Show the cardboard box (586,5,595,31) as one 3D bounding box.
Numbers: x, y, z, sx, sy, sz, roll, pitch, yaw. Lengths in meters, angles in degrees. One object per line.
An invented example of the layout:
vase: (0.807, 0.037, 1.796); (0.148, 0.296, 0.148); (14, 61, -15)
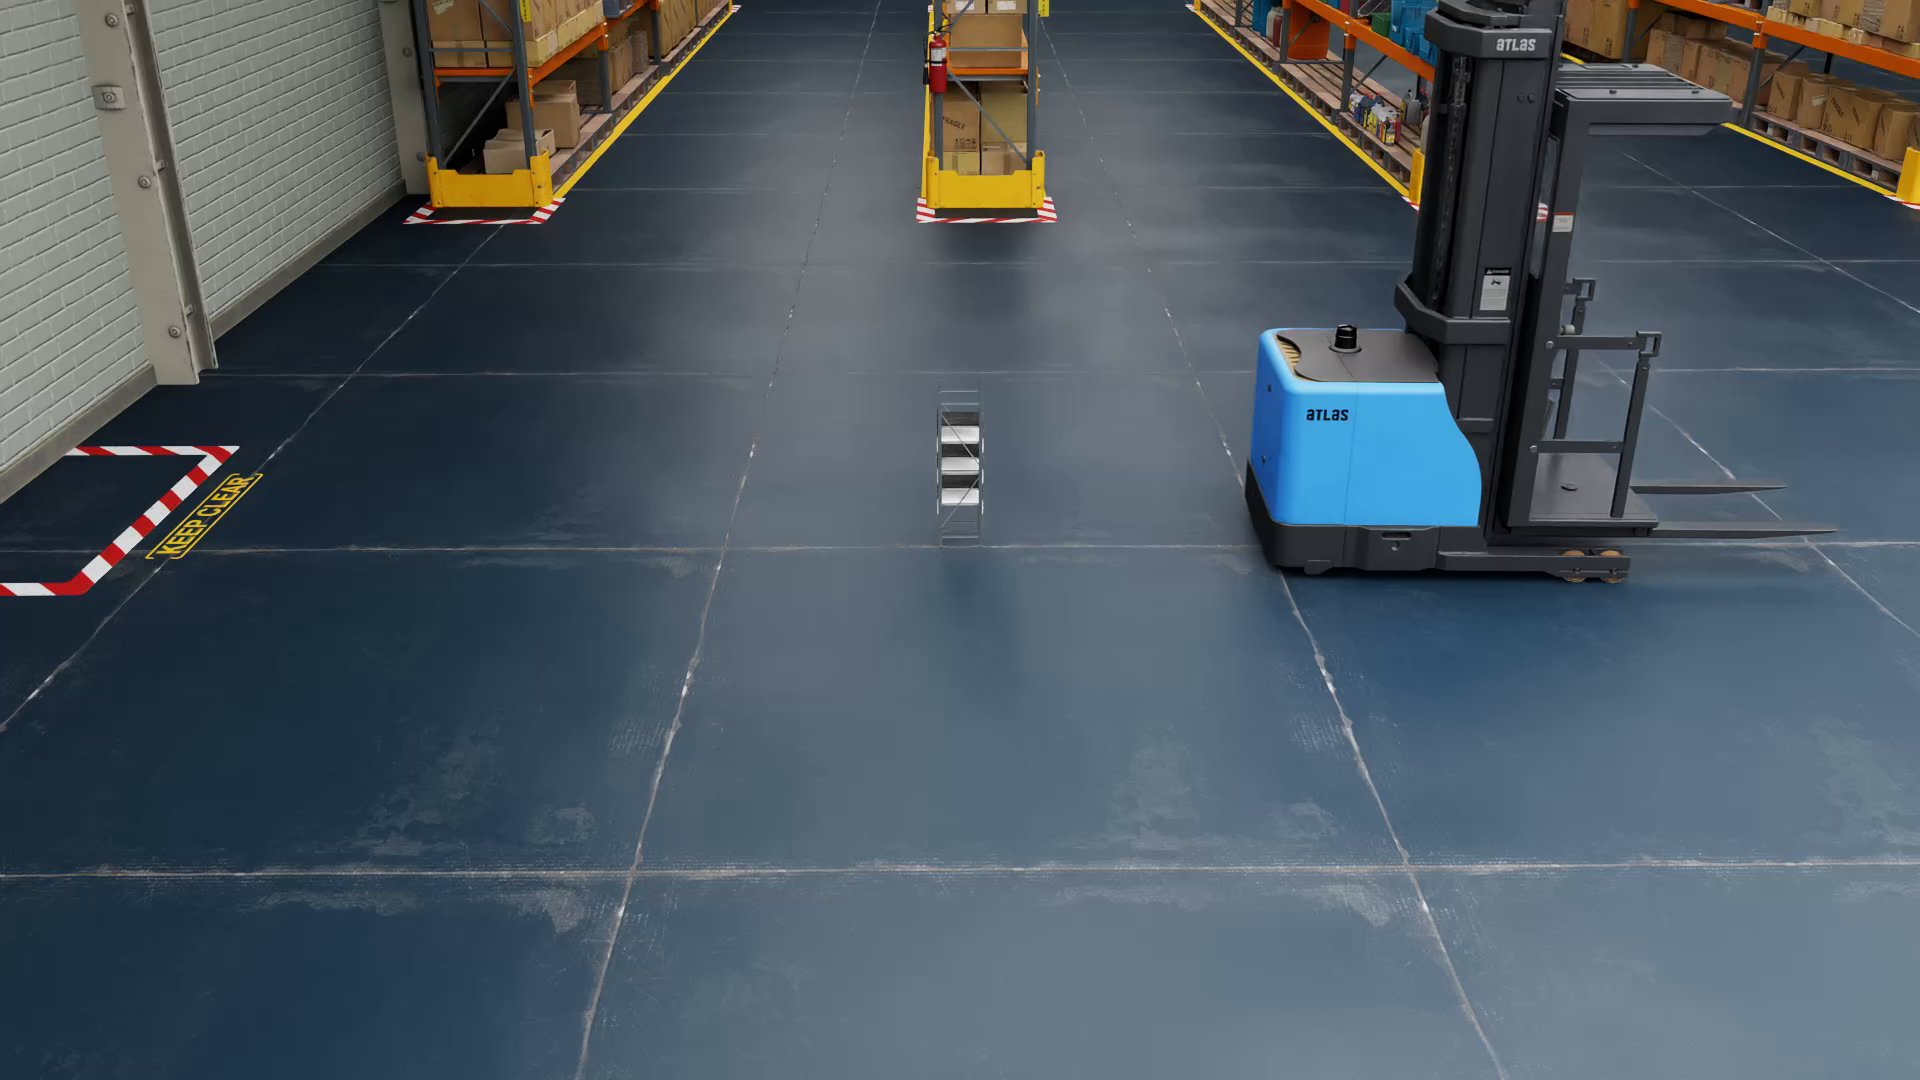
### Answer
cardboard box: (-4.444, -5.918, 18.852); (0.500, 0.250, 0.500); (0, 24, 0)

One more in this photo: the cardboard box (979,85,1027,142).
cardboard box: (0.457, -4.460, 17.388); (0.500, 0.500, 0.500); (0, 24, -1)

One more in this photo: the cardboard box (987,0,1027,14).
cardboard box: (0.459, -5.255, 16.321); (0.380, 0.149, 0.250); (0, 24, -1)

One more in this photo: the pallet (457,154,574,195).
pallet: (-4.680, -3.824, 17.448); (1.003, 0.211, 1.213); (0, 24, -1)

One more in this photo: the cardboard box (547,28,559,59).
cardboard box: (-4.413, -5.085, 17.011); (0.500, 0.250, 0.500); (-1, 24, -2)

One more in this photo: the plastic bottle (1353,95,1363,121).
plastic bottle: (4.753, -5.114, 19.688); (0.152, 0.276, 0.135); (1, 24, 1)

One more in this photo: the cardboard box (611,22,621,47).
cardboard box: (-4.779, -6.684, 21.978); (0.500, 0.250, 0.500); (0, 24, -1)

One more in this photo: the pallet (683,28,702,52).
pallet: (-4.753, -8.084, 26.869); (1.003, 0.211, 1.213); (0, 24, -1)

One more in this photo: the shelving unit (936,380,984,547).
shelving unit: (0.000, -0.413, 9.072); (0.258, 0.900, 0.210); (0, 24, -1)

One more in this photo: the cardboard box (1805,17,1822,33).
cardboard box: (9.805, -5.826, 18.797); (0.380, 0.149, 0.250); (0, 24, -1)

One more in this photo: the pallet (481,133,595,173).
pallet: (-4.690, -4.325, 18.557); (1.003, 0.211, 1.213); (0, 24, -1)

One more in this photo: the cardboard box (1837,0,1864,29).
cardboard box: (10.094, -5.820, 17.997); (0.875, 0.500, 0.500); (0, 24, -1)

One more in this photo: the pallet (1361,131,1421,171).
pallet: (5.139, -4.369, 18.654); (1.003, 0.211, 1.213); (0, 24, -1)

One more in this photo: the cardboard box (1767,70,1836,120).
cardboard box: (10.074, -5.330, 19.919); (0.500, 0.500, 0.500); (-1, 24, -2)

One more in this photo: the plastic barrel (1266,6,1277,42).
plastic barrel: (4.983, -8.026, 25.865); (0.421, 0.512, 0.421); (0, 24, 0)

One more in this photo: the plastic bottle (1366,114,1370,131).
plastic bottle: (4.733, -4.817, 19.123); (0.097, 0.201, 0.097); (0, 24, 0)

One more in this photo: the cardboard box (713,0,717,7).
cardboard box: (-4.767, -9.879, 29.977); (0.700, 0.500, 0.500); (0, 24, -1)

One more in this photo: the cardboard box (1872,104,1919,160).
cardboard box: (10.123, -4.351, 17.753); (0.500, 0.500, 0.500); (6, 25, 13)

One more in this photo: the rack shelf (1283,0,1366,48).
rack shelf: (5.135, -6.917, 21.777); (1.077, 0.370, 4.000); (0, 24, -1)

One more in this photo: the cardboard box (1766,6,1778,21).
cardboard box: (9.812, -6.238, 19.708); (0.380, 0.149, 0.250); (0, 24, -1)

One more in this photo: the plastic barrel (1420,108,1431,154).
plastic barrel: (5.112, -4.308, 17.644); (0.421, 0.512, 0.421); (0, 24, 0)

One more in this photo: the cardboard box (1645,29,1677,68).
cardboard box: (10.094, -6.877, 23.314); (0.700, 0.500, 0.500); (-2, 24, -3)

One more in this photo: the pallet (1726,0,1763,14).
pallet: (10.247, -6.671, 20.593); (1.003, 0.211, 1.213); (0, 24, -1)

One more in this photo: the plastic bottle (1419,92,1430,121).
plastic bottle: (5.455, -5.071, 19.503); (0.144, 0.351, 0.185); (-1, 24, -3)

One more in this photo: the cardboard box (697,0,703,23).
cardboard box: (-4.742, -9.034, 28.107); (0.700, 0.500, 0.500); (0, 24, 0)

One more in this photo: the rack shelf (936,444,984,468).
rack shelf: (0.000, -0.465, 9.049); (0.258, 0.077, 0.200); (0, 24, -1)

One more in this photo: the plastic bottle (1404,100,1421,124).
plastic bottle: (5.307, -5.026, 19.494); (0.152, 0.276, 0.135); (0, 24, -1)

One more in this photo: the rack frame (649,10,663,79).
rack frame: (-4.793, -8.024, 23.352); (1.000, 3.000, 0.127); (0, 24, -1)

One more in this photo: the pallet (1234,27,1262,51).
pallet: (5.037, -8.128, 26.966); (1.003, 0.211, 1.213); (0, 24, -1)

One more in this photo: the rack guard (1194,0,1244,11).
rack guard: (5.013, -10.236, 31.276); (1.175, 0.500, 0.348); (0, 24, -1)

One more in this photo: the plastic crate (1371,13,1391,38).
plastic crate: (4.890, -5.763, 18.610); (0.450, 0.188, 0.662); (0, 24, -1)

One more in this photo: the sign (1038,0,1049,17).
sign: (0.803, -5.182, 15.921); (0.100, 0.325, 0.005); (0, 24, -1)

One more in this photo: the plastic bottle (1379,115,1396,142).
plastic bottle: (4.767, -4.591, 18.531); (0.152, 0.276, 0.135); (0, 24, 0)

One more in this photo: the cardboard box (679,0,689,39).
cardboard box: (-4.687, -8.251, 25.952); (0.750, 0.750, 0.750); (0, 24, 1)

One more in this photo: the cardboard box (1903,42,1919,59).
cardboard box: (9.888, -5.002, 16.976); (0.380, 0.149, 0.250); (0, 24, -1)

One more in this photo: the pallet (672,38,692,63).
pallet: (-4.736, -7.580, 25.755); (1.003, 0.211, 1.213); (0, 24, -1)

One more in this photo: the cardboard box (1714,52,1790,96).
cardboard box: (10.138, -5.954, 21.274); (0.700, 0.500, 0.500); (0, 24, -1)

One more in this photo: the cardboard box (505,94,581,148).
cardboard box: (-4.587, -4.612, 18.307); (0.700, 0.500, 0.500); (-2, 24, -4)

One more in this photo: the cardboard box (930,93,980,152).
cardboard box: (-0.056, -4.251, 16.927); (0.500, 0.500, 0.500); (0, 24, -1)

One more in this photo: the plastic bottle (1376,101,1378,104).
plastic bottle: (4.873, -4.984, 19.407); (0.097, 0.271, 0.097); (0, 24, 0)

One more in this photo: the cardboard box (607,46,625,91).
cardboard box: (-4.795, -6.164, 21.738); (0.700, 0.500, 0.500); (0, 24, 0)

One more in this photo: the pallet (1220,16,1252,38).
pallet: (5.023, -8.749, 28.339); (1.003, 0.211, 1.213); (0, 24, -1)

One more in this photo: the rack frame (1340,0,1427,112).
rack frame: (5.157, -6.421, 19.806); (1.000, 3.000, 0.127); (0, 24, -1)

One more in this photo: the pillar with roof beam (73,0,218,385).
pillar with roof beam: (-1.208, -5.293, 10.033); (9.100, 9.000, 0.400); (0, 24, -1)

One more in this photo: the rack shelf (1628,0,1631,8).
rack shelf: (10.044, -8.587, 25.470); (1.077, 0.370, 4.000); (0, 24, -1)

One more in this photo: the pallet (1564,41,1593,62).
pallet: (10.123, -7.647, 25.902); (1.003, 0.211, 1.213); (0, 24, -1)

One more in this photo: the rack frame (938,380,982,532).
rack frame: (-0.001, -0.455, 9.165); (0.240, 0.900, 0.006); (0, 24, -1)

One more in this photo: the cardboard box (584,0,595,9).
cardboard box: (-4.424, -6.259, 18.698); (0.500, 0.500, 0.500); (0, 24, -1)

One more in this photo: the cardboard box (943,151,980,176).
cardboard box: (-0.053, -3.910, 17.082); (0.500, 0.250, 0.500); (0, 24, -1)

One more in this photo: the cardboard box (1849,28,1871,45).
cardboard box: (9.823, -5.414, 17.886); (0.380, 0.149, 0.250); (0, 24, -1)

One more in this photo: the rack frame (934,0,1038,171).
rack frame: (0.248, -4.752, 16.116); (1.000, 3.000, 0.127); (0, 24, -1)

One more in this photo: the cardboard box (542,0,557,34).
cardboard box: (-4.406, -5.412, 16.824); (0.500, 0.500, 0.500); (0, 24, 0)

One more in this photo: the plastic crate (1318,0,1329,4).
plastic crate: (4.856, -7.040, 21.434); (0.450, 0.188, 0.662); (0, 24, -1)

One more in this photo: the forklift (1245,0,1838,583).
forklift: (3.155, -1.333, 8.640); (3.031, 2.935, 1.130); (0, 24, 1)
